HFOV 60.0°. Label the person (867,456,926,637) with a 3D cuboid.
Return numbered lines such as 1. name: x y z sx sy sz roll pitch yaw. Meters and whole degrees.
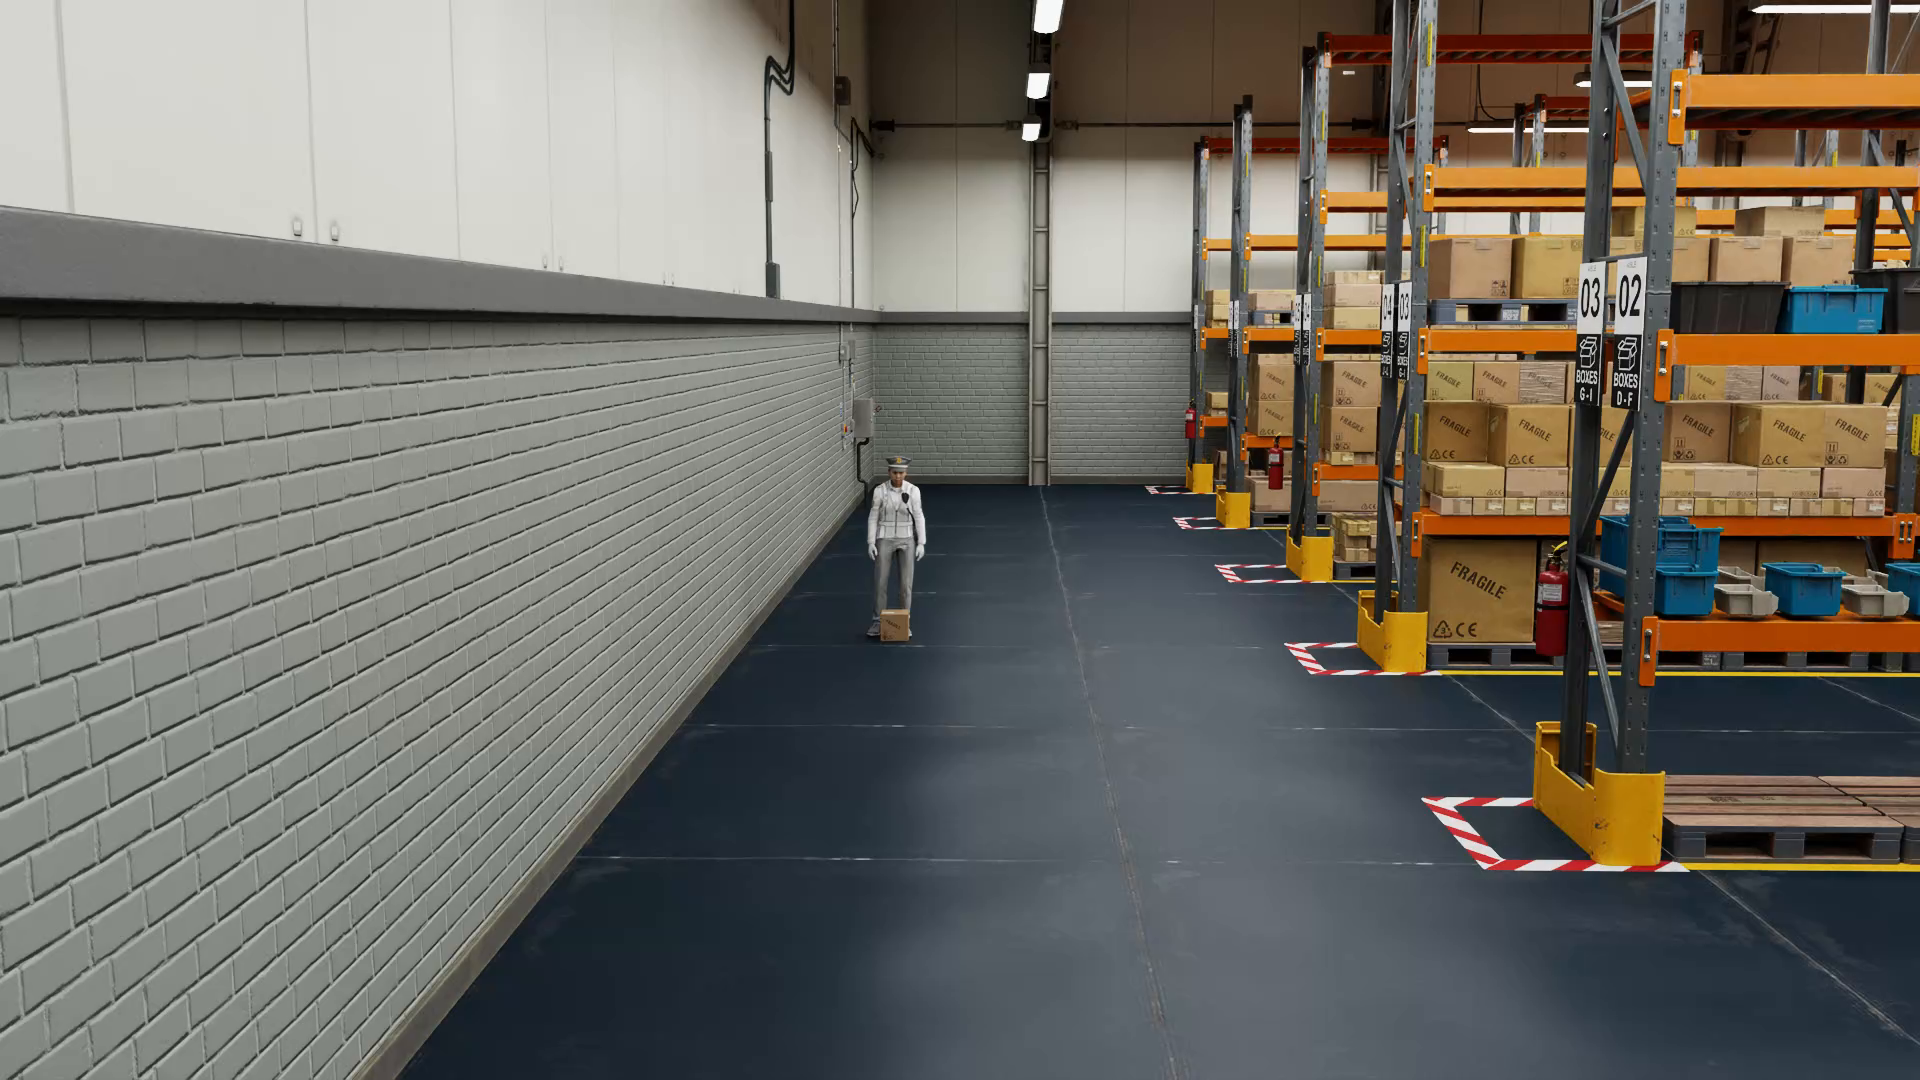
1. person: -0.589 0.051 15.355 0.547 1.667 0.408 0 7 -2
